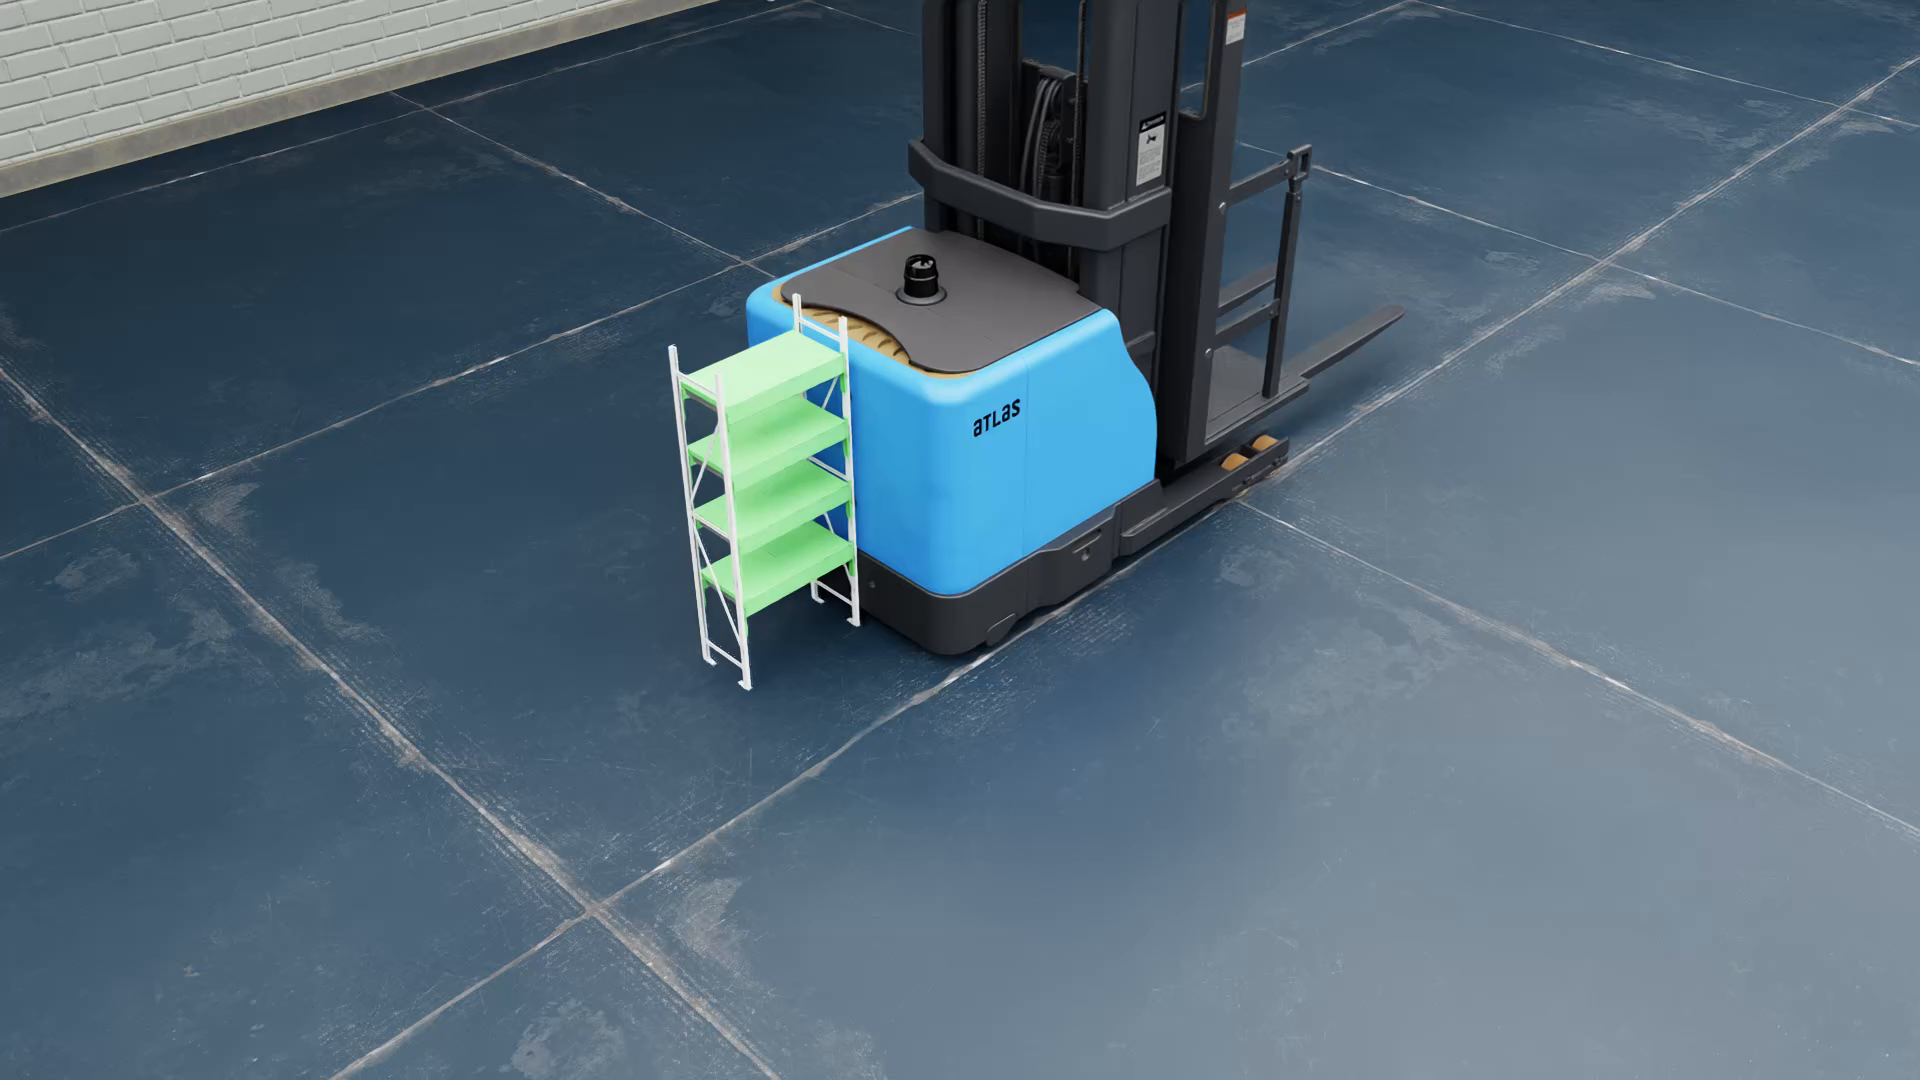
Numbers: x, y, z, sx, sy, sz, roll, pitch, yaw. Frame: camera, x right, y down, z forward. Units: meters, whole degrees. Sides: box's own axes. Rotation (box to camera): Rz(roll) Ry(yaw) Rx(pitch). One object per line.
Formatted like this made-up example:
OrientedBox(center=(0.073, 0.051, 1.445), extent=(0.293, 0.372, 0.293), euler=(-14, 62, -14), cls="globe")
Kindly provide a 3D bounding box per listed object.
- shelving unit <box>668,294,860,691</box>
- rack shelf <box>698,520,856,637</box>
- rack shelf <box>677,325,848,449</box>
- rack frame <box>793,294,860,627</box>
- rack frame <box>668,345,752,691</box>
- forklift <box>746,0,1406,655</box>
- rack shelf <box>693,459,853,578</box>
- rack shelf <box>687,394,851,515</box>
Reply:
OrientedBox(center=(-0.612, -0.140, 5.402), extent=(0.258, 1.200, 0.503), euler=(30, 45, 35), cls="shelving unit")
OrientedBox(center=(-0.612, 0.109, 5.575), extent=(0.258, 0.148, 0.480), euler=(30, 45, 35), cls="rack shelf")
OrientedBox(center=(-0.612, -0.481, 5.164), extent=(0.258, 0.148, 0.480), euler=(30, 45, 35), cls="rack shelf")
OrientedBox(center=(-0.440, -0.239, 5.544), extent=(0.240, 1.200, 0.015), euler=(30, 45, 35), cls="rack frame")
OrientedBox(center=(-0.784, -0.041, 5.260), extent=(0.240, 1.200, 0.015), euler=(30, 45, 35), cls="rack frame")
OrientedBox(center=(0.660, -1.557, 5.921), extent=(1.130, 2.935, 3.031), euler=(30, 45, 35), cls="forklift")
OrientedBox(center=(-0.612, -0.087, 5.438), extent=(0.258, 0.148, 0.480), euler=(30, 45, 35), cls="rack shelf")
OrientedBox(center=(-0.612, -0.284, 5.301), extent=(0.258, 0.148, 0.480), euler=(30, 45, 35), cls="rack shelf")
